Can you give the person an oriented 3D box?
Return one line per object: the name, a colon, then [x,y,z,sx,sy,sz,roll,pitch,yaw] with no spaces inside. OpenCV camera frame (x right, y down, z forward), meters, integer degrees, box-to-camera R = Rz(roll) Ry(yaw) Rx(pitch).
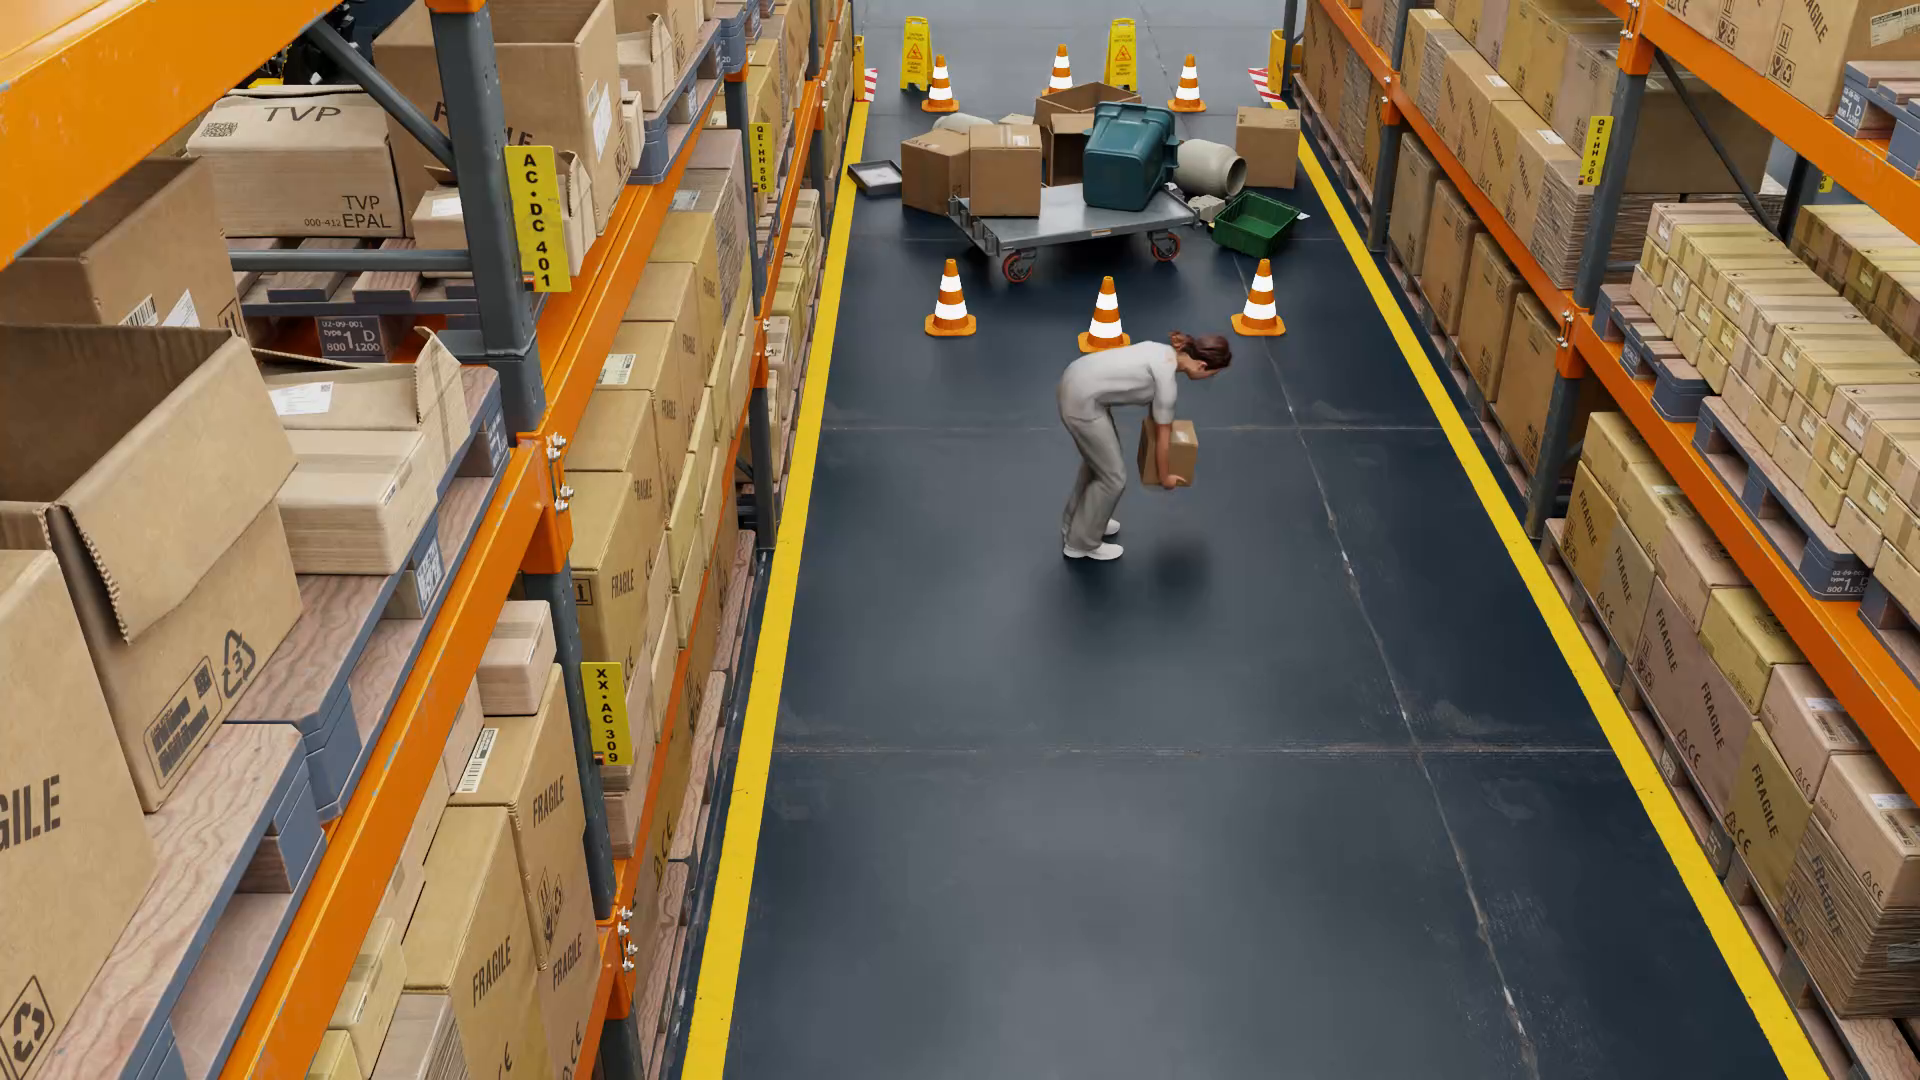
person: [0.904,-0.489,8.393,0.853,1.193,0.417,-1,32,-2]
